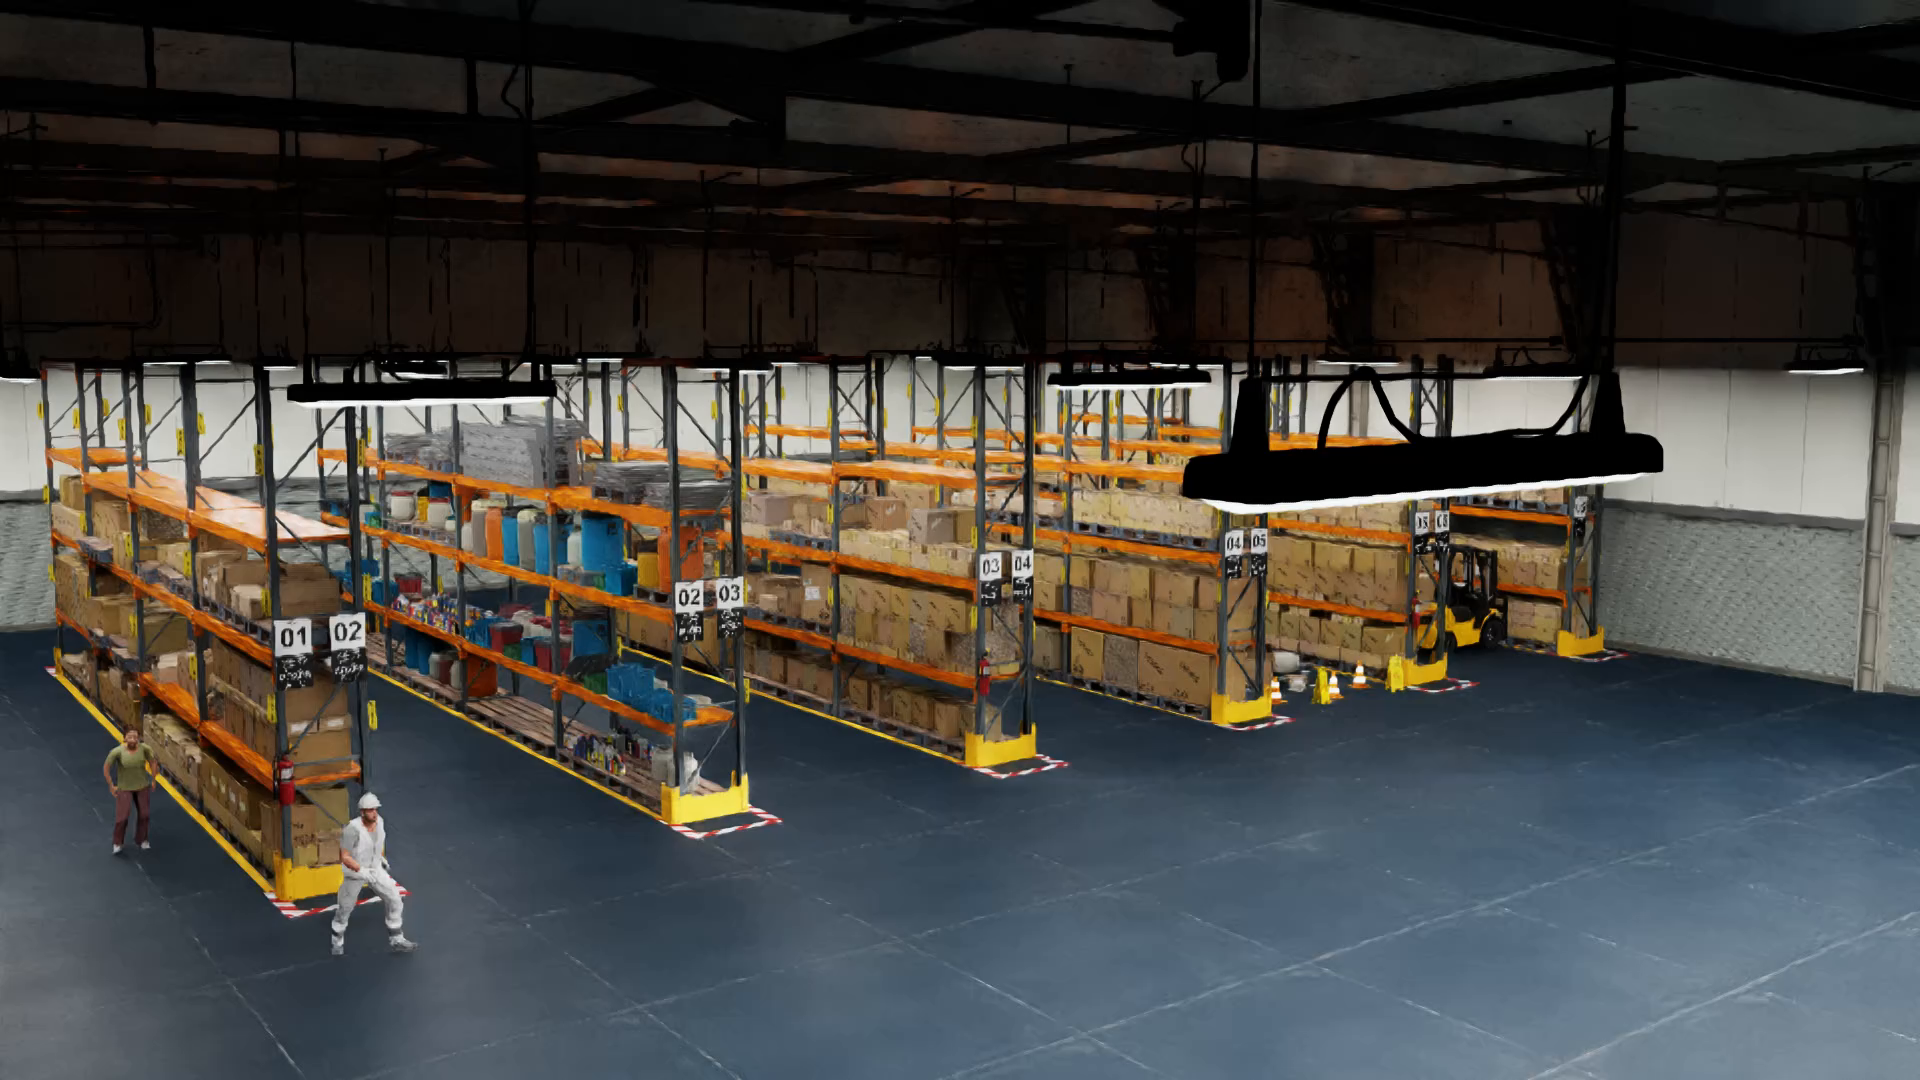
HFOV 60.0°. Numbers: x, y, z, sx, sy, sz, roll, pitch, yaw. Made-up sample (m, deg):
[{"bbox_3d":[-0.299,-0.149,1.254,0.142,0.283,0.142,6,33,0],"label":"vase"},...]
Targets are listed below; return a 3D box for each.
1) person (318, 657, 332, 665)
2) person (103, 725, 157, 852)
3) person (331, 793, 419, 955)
[{"bbox_3d":[-11.320,1.954,29.488,0.686,1.704,0.867,-4,8,-31],"label":"person"},{"bbox_3d":[-10.271,3.067,20.616,0.598,1.619,0.507,-5,9,-38],"label":"person"},{"bbox_3d":[-6.117,3.420,17.106,0.829,1.716,0.686,5,8,36],"label":"person"}]
